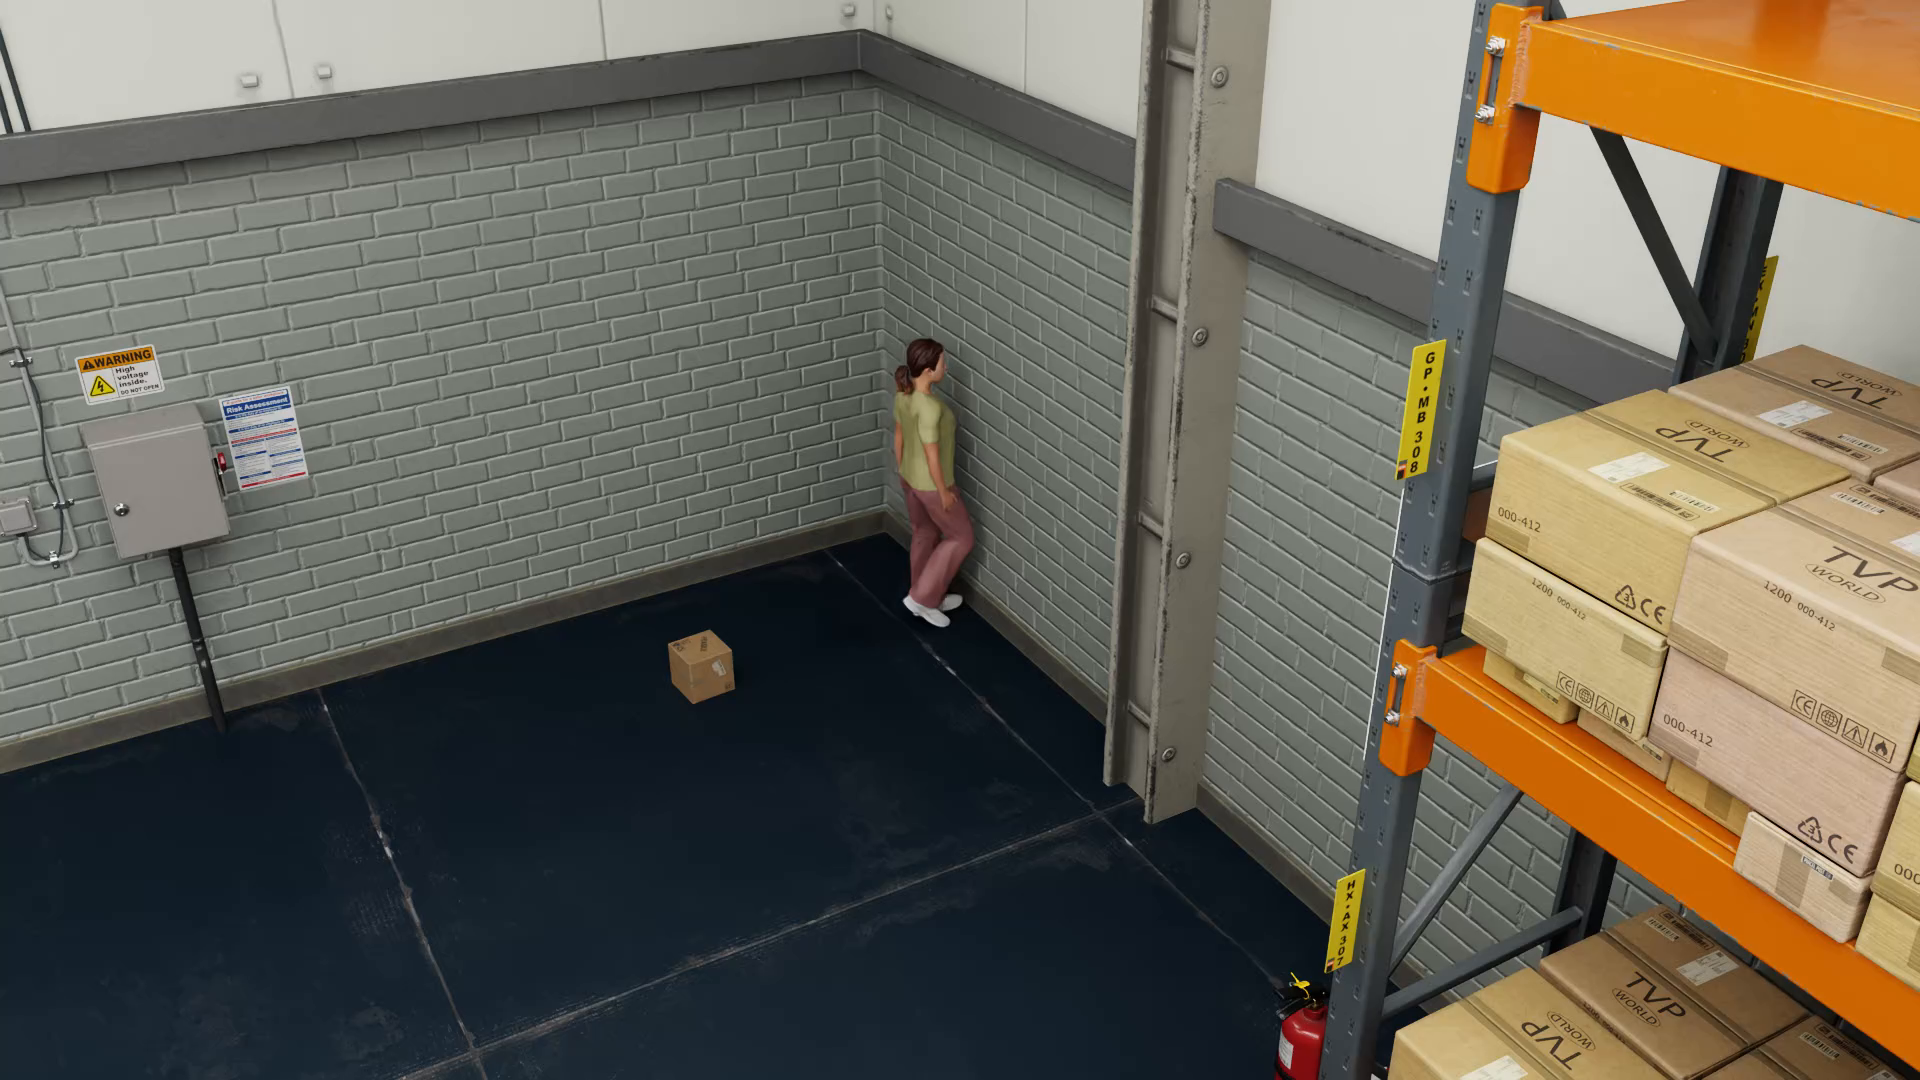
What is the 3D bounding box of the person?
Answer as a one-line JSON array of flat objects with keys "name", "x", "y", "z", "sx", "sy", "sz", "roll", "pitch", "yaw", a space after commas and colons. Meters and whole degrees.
[{"name": "person", "x": -0.166, "y": -0.316, "z": 9.111, "sx": 0.413, "sy": 1.682, "sz": 0.463, "roll": -13, "pitch": 32, "yaw": -22}]
